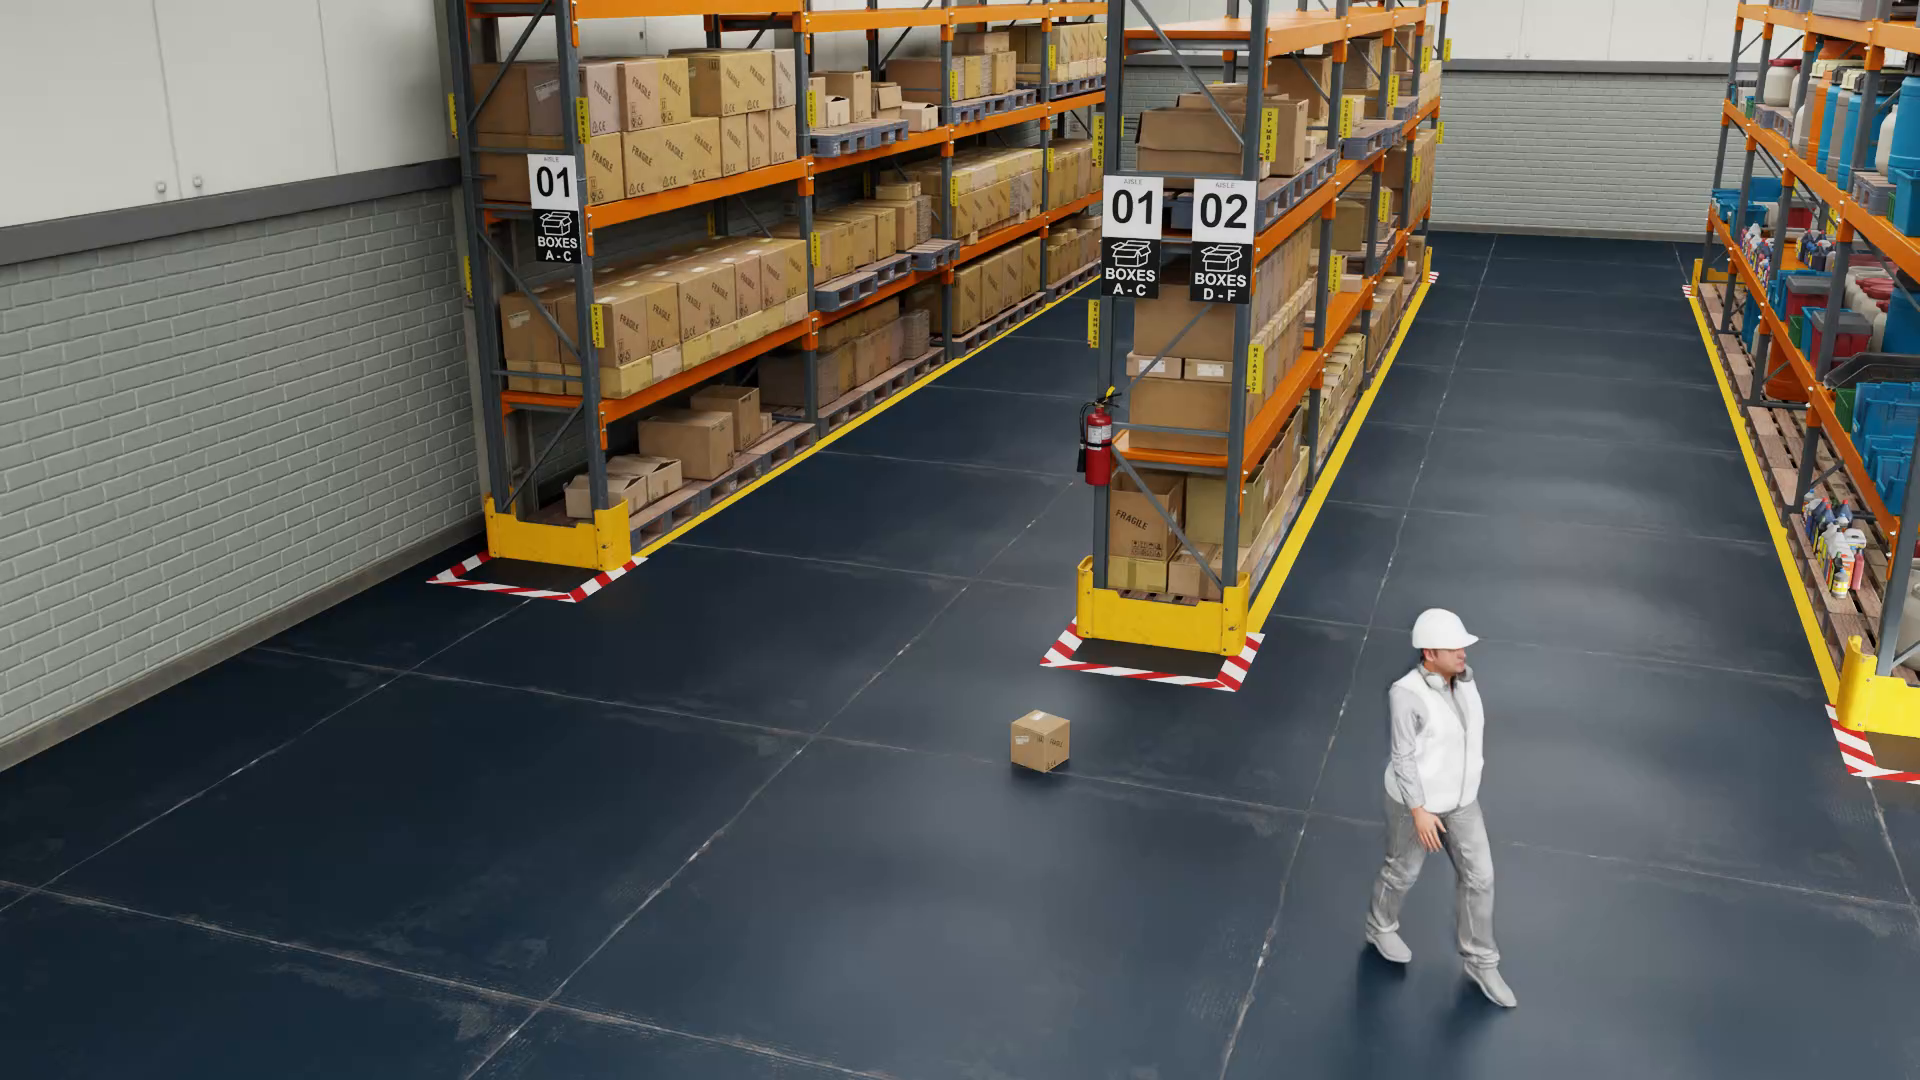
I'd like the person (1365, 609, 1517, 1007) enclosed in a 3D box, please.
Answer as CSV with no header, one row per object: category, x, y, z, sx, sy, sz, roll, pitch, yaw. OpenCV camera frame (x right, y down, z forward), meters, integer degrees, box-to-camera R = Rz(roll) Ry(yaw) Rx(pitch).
person,2.175,1.194,7.472,0.548,1.800,0.769,-10,21,-28
